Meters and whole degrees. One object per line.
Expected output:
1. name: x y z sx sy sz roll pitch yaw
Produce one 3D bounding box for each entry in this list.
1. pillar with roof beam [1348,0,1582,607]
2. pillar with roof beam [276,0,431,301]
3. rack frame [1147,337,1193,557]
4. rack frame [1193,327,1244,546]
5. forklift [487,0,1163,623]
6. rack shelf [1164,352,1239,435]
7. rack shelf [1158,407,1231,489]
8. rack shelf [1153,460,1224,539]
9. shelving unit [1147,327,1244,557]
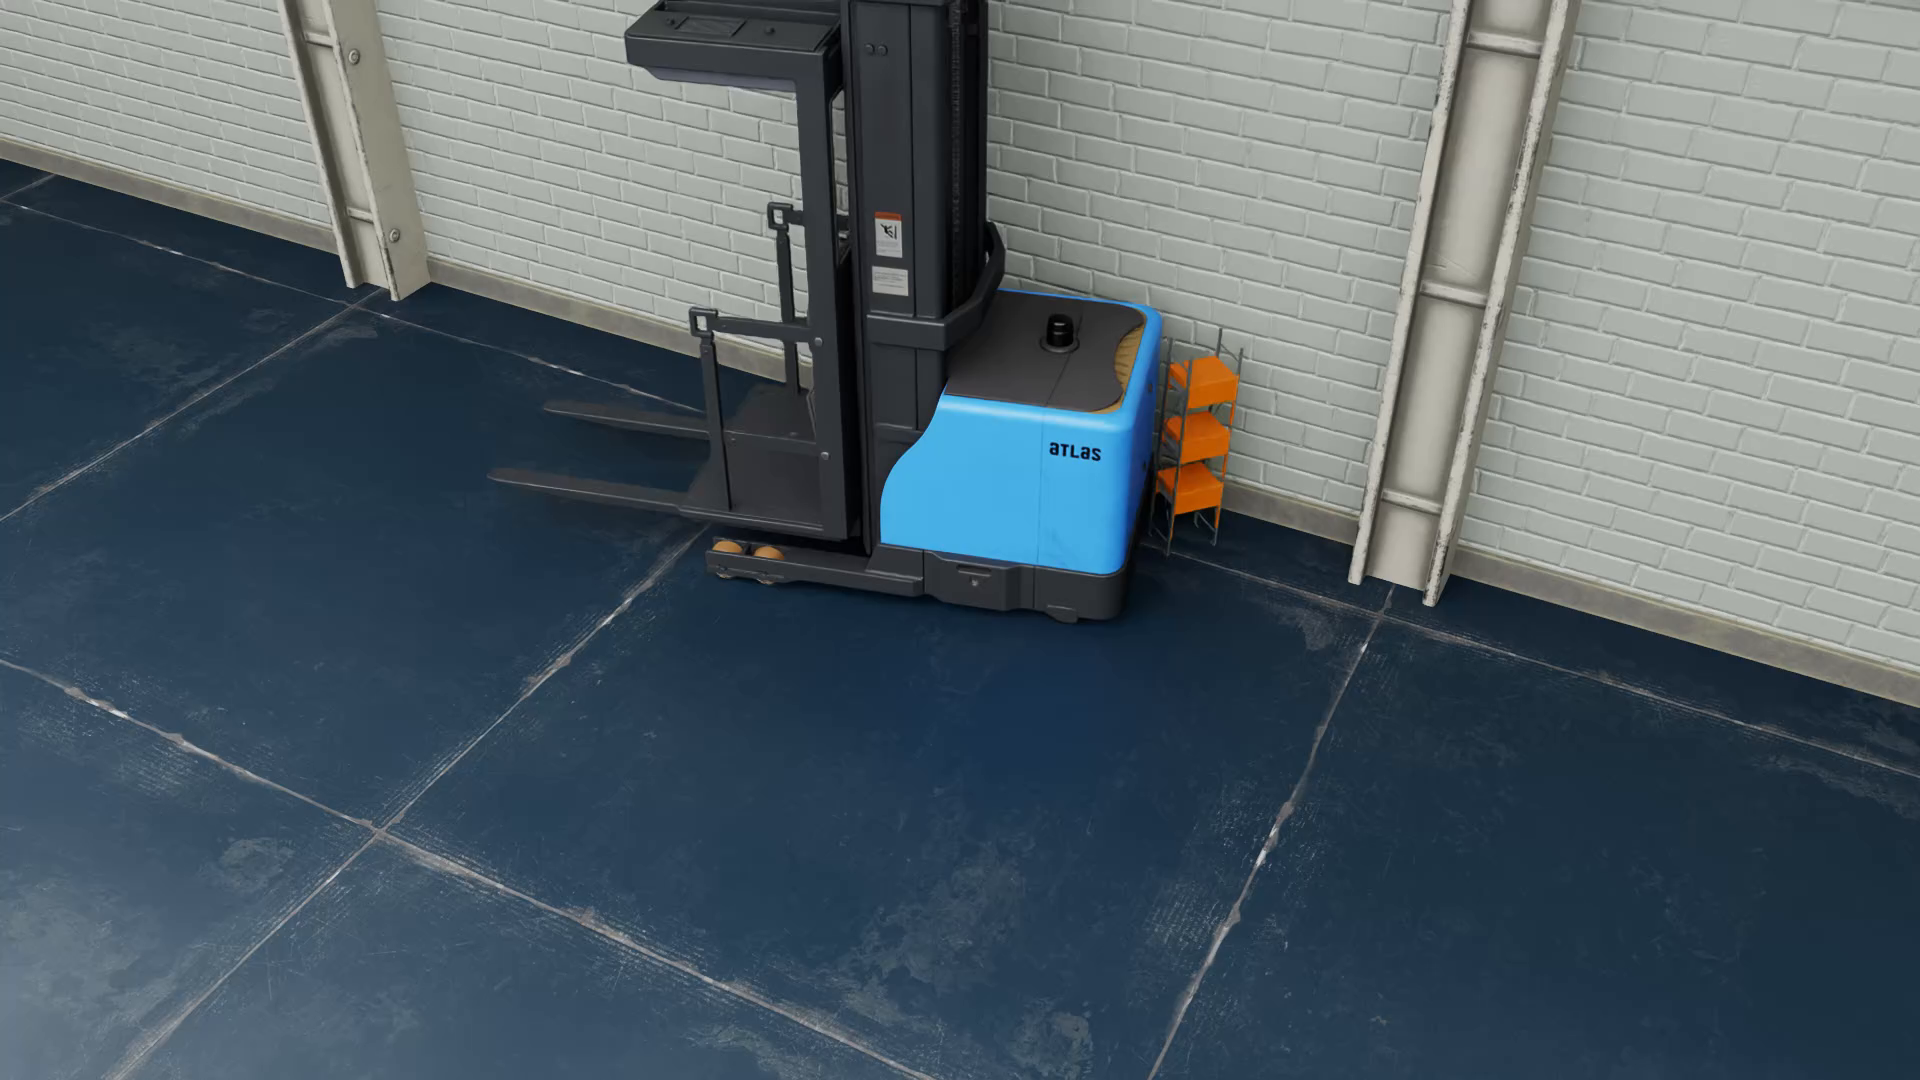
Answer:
1. pillar with roof beam: 0.015 -1.113 1.773 0.400 9.000 9.100 17 41 21
2. pillar with roof beam: -5.313 -2.781 3.971 0.400 9.000 9.100 17 41 21
3. rack frame: 0.930 -0.398 7.395 0.008 1.050 0.200 -12 39 -18
4. rack frame: 1.156 -0.448 7.472 0.008 1.050 0.200 -12 39 -18
5. forklift: -0.666 -1.272 7.001 3.031 2.935 1.130 8 38 11
6. rack shelf: 1.050 -0.642 7.270 0.240 0.259 0.215 -12 39 -18
7. rack shelf: 1.043 -0.414 7.440 0.240 0.259 0.215 -12 39 -18
8. rack shelf: 1.036 -0.191 7.605 0.240 0.259 0.215 -12 39 -18
9. shelving unit: 1.043 -0.423 7.433 0.252 1.050 0.215 -12 39 -18
